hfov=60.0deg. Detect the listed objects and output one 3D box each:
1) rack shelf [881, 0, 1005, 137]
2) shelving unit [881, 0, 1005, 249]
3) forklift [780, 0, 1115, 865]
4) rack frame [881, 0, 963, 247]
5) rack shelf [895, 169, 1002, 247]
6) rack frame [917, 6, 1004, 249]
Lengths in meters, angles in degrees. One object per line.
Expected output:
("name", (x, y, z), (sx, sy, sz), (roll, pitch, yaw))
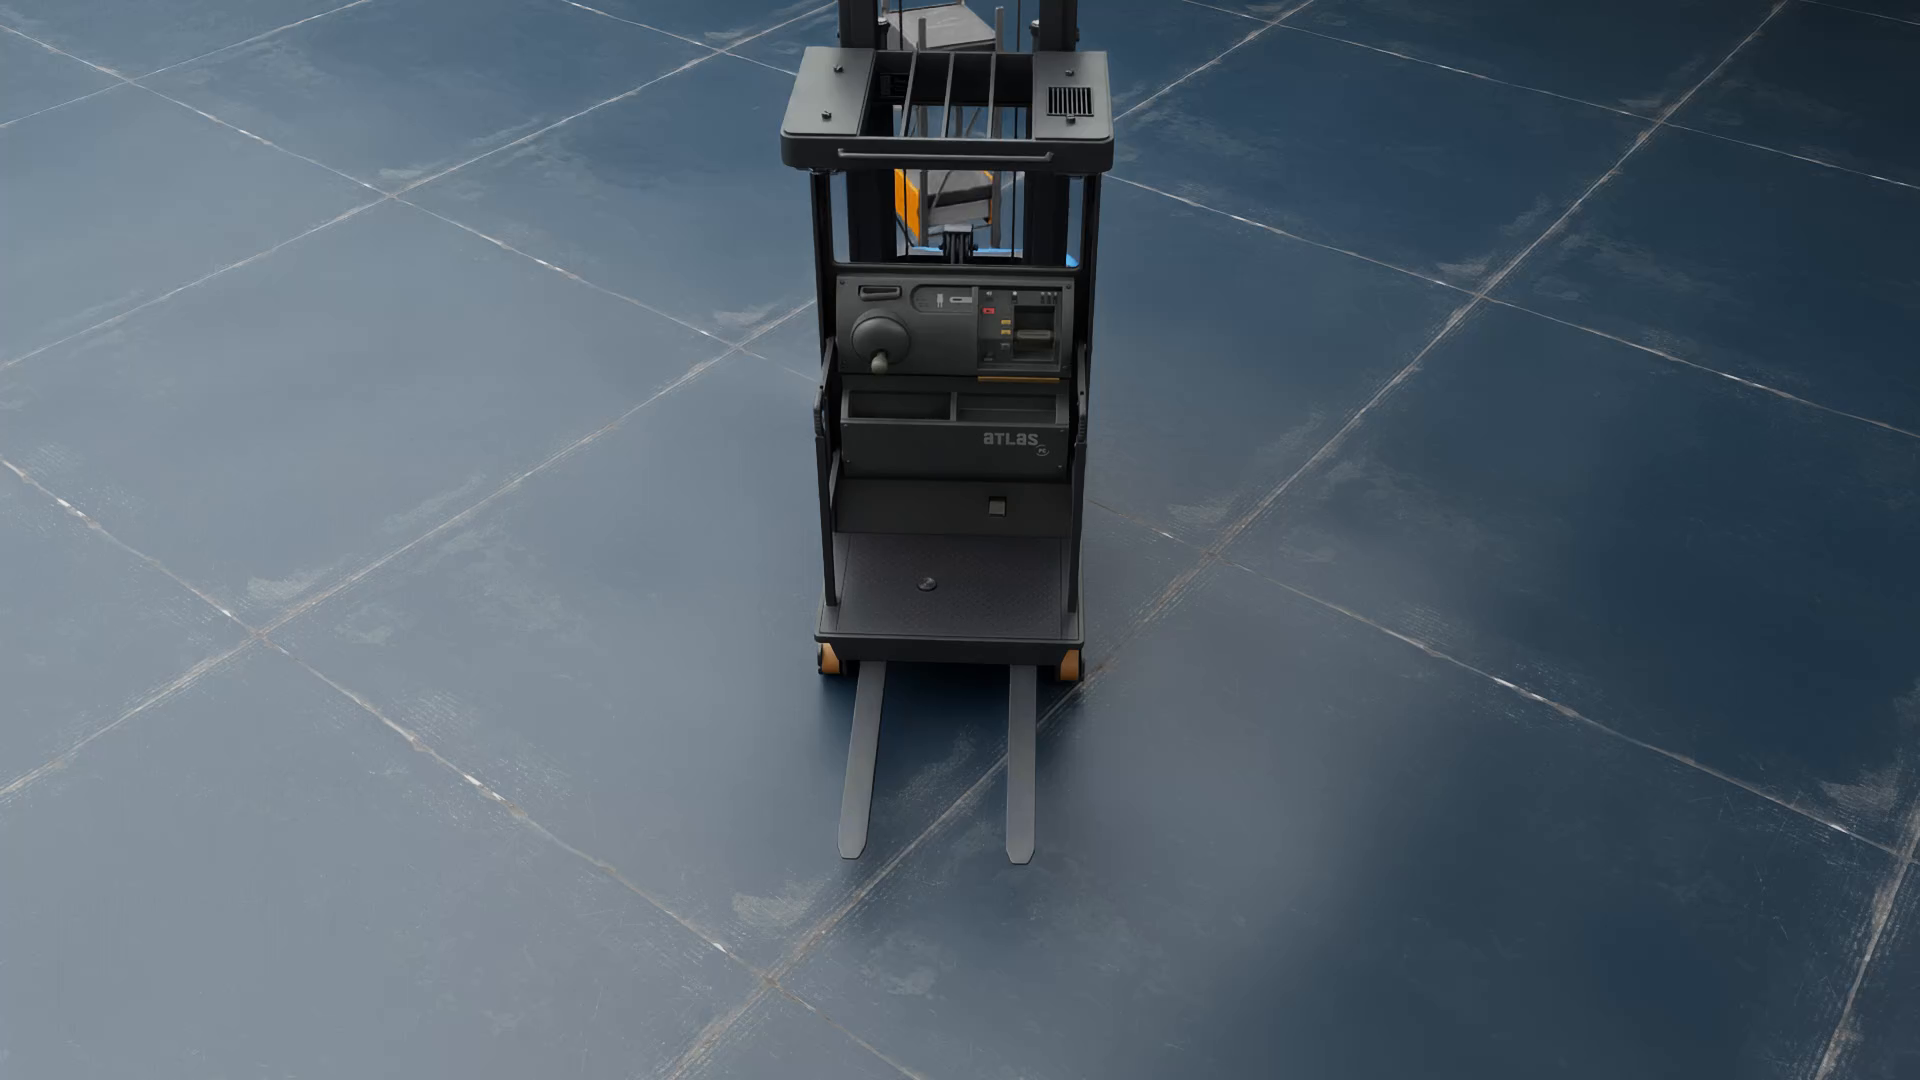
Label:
("rack shelf", (-0.086, -2.154, 7.674), (0.431, 0.518, 0.480), (-13, 39, -17))
("shelving unit", (-0.089, -1.606, 8.087), (0.431, 2.100, 0.503), (-13, 39, -17))
("forklift", (-0.026, -0.766, 6.351), (1.130, 2.935, 3.031), (1, 38, 2))
("rack frame", (-0.177, -1.743, 8.268), (0.400, 2.100, 0.015), (-13, 39, -17))
("rack shelf", (-0.089, -1.595, 8.095), (0.431, 0.518, 0.480), (-13, 39, -17))
("rack frame", (-0.001, -1.469, 7.905), (0.400, 2.100, 0.015), (-13, 39, -17))
